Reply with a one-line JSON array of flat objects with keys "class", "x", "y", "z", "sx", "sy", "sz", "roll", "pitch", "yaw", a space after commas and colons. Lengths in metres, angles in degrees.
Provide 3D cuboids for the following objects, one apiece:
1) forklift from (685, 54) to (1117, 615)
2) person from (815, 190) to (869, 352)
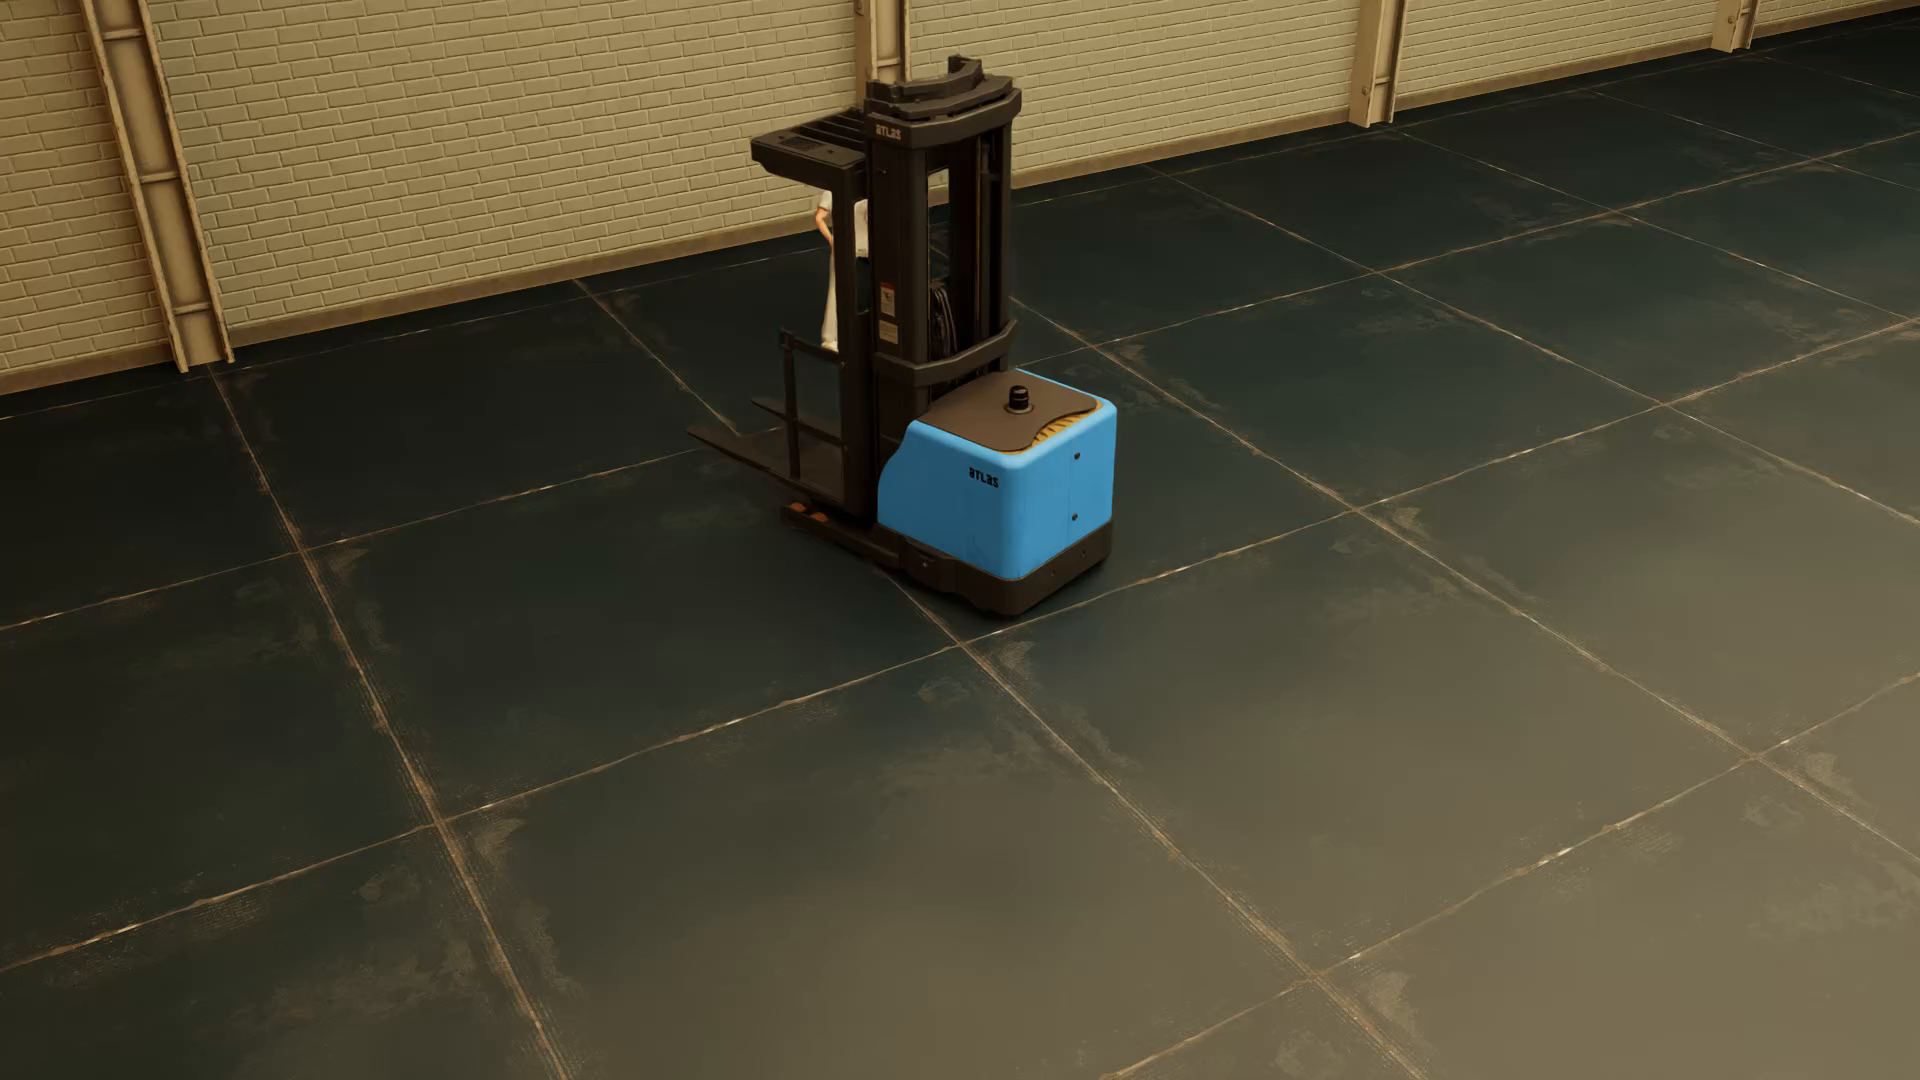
[{"class": "forklift", "x": -0.511, "y": -1.446, "z": 10.062, "sx": 3.031, "sy": 2.935, "sz": 1.130, "roll": 24, "pitch": 38, "yaw": 34}, {"class": "person", "x": -0.731, "y": -2.303, "z": 12.935, "sx": 1.025, "sy": 1.509, "sz": 0.955, "roll": -14, "pitch": 34, "yaw": -23}]
